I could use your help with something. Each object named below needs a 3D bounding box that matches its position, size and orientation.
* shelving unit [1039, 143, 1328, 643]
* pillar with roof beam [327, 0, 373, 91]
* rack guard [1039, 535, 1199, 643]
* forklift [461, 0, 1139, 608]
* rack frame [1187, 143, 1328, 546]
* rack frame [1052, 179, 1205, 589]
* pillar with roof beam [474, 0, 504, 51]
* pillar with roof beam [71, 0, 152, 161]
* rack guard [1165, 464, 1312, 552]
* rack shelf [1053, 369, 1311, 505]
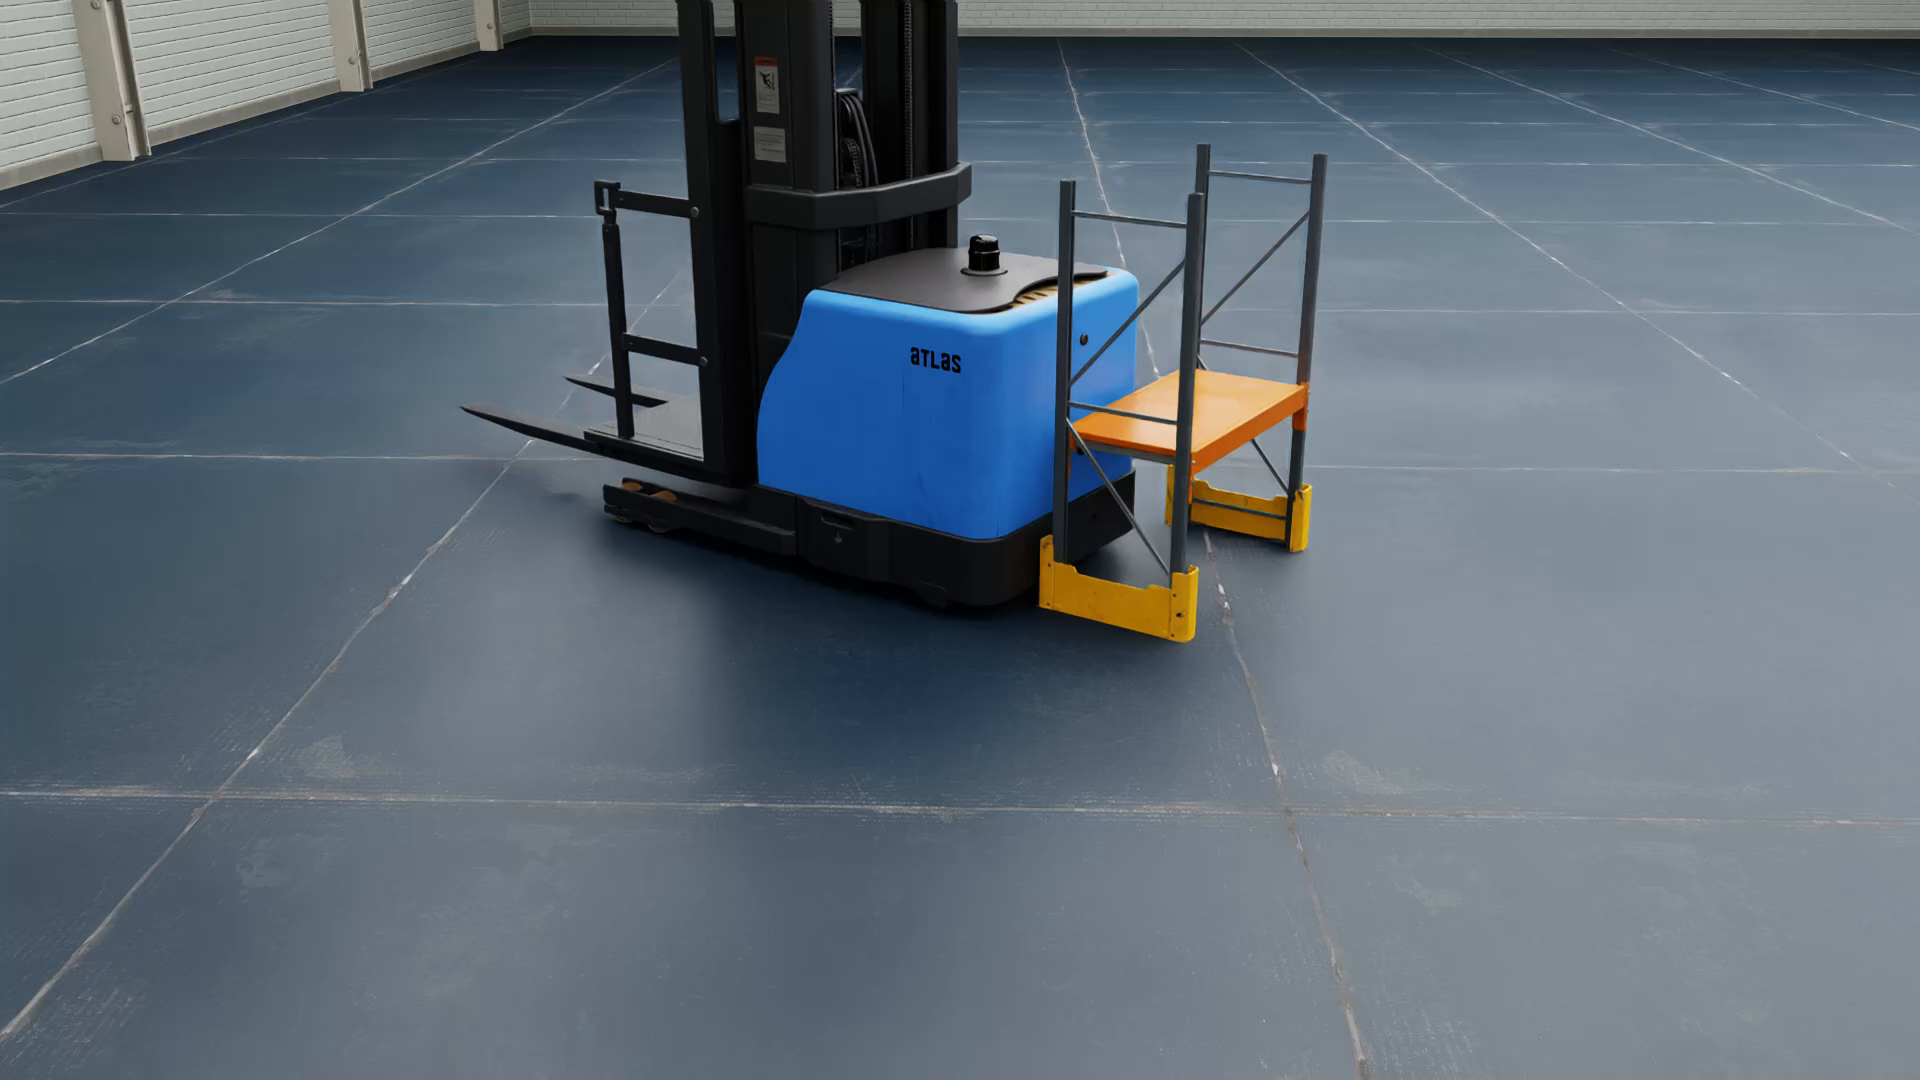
[{"bbox_3d":[0.814,-0.569,5.921,0.587,1.500,1.083,13,25,31],"label":"shelving unit"},{"bbox_3d":[-3.553,-10.005,19.873,9.100,9.000,0.400,1,21,2],"label":"pillar with roof beam"},{"bbox_3d":[0.541,0.165,5.759,0.587,0.250,0.087,13,25,31],"label":"rack guard"},{"bbox_3d":[-0.817,-1.531,6.423,3.031,2.935,1.130,15,26,33],"label":"forklift"},{"bbox_3d":[1.097,-0.725,6.325,0.500,1.500,0.032,13,25,31],"label":"rack frame"},{"bbox_3d":[0.541,-0.418,5.532,0.500,1.500,0.032,13,25,31],"label":"rack frame"},{"bbox_3d":[-3.371,-12.174,25.464,9.100,9.000,0.400,1,21,2],"label":"pillar with roof beam"},{"bbox_3d":[-3.736,-7.835,14.282,9.100,9.000,0.400,1,21,2],"label":"pillar with roof beam"},{"bbox_3d":[1.086,-0.137,6.536,0.587,0.250,0.087,13,25,31],"label":"rack guard"},{"bbox_3d":[0.819,-0.404,5.993,0.538,0.185,1.000,13,25,31],"label":"rack shelf"}]
